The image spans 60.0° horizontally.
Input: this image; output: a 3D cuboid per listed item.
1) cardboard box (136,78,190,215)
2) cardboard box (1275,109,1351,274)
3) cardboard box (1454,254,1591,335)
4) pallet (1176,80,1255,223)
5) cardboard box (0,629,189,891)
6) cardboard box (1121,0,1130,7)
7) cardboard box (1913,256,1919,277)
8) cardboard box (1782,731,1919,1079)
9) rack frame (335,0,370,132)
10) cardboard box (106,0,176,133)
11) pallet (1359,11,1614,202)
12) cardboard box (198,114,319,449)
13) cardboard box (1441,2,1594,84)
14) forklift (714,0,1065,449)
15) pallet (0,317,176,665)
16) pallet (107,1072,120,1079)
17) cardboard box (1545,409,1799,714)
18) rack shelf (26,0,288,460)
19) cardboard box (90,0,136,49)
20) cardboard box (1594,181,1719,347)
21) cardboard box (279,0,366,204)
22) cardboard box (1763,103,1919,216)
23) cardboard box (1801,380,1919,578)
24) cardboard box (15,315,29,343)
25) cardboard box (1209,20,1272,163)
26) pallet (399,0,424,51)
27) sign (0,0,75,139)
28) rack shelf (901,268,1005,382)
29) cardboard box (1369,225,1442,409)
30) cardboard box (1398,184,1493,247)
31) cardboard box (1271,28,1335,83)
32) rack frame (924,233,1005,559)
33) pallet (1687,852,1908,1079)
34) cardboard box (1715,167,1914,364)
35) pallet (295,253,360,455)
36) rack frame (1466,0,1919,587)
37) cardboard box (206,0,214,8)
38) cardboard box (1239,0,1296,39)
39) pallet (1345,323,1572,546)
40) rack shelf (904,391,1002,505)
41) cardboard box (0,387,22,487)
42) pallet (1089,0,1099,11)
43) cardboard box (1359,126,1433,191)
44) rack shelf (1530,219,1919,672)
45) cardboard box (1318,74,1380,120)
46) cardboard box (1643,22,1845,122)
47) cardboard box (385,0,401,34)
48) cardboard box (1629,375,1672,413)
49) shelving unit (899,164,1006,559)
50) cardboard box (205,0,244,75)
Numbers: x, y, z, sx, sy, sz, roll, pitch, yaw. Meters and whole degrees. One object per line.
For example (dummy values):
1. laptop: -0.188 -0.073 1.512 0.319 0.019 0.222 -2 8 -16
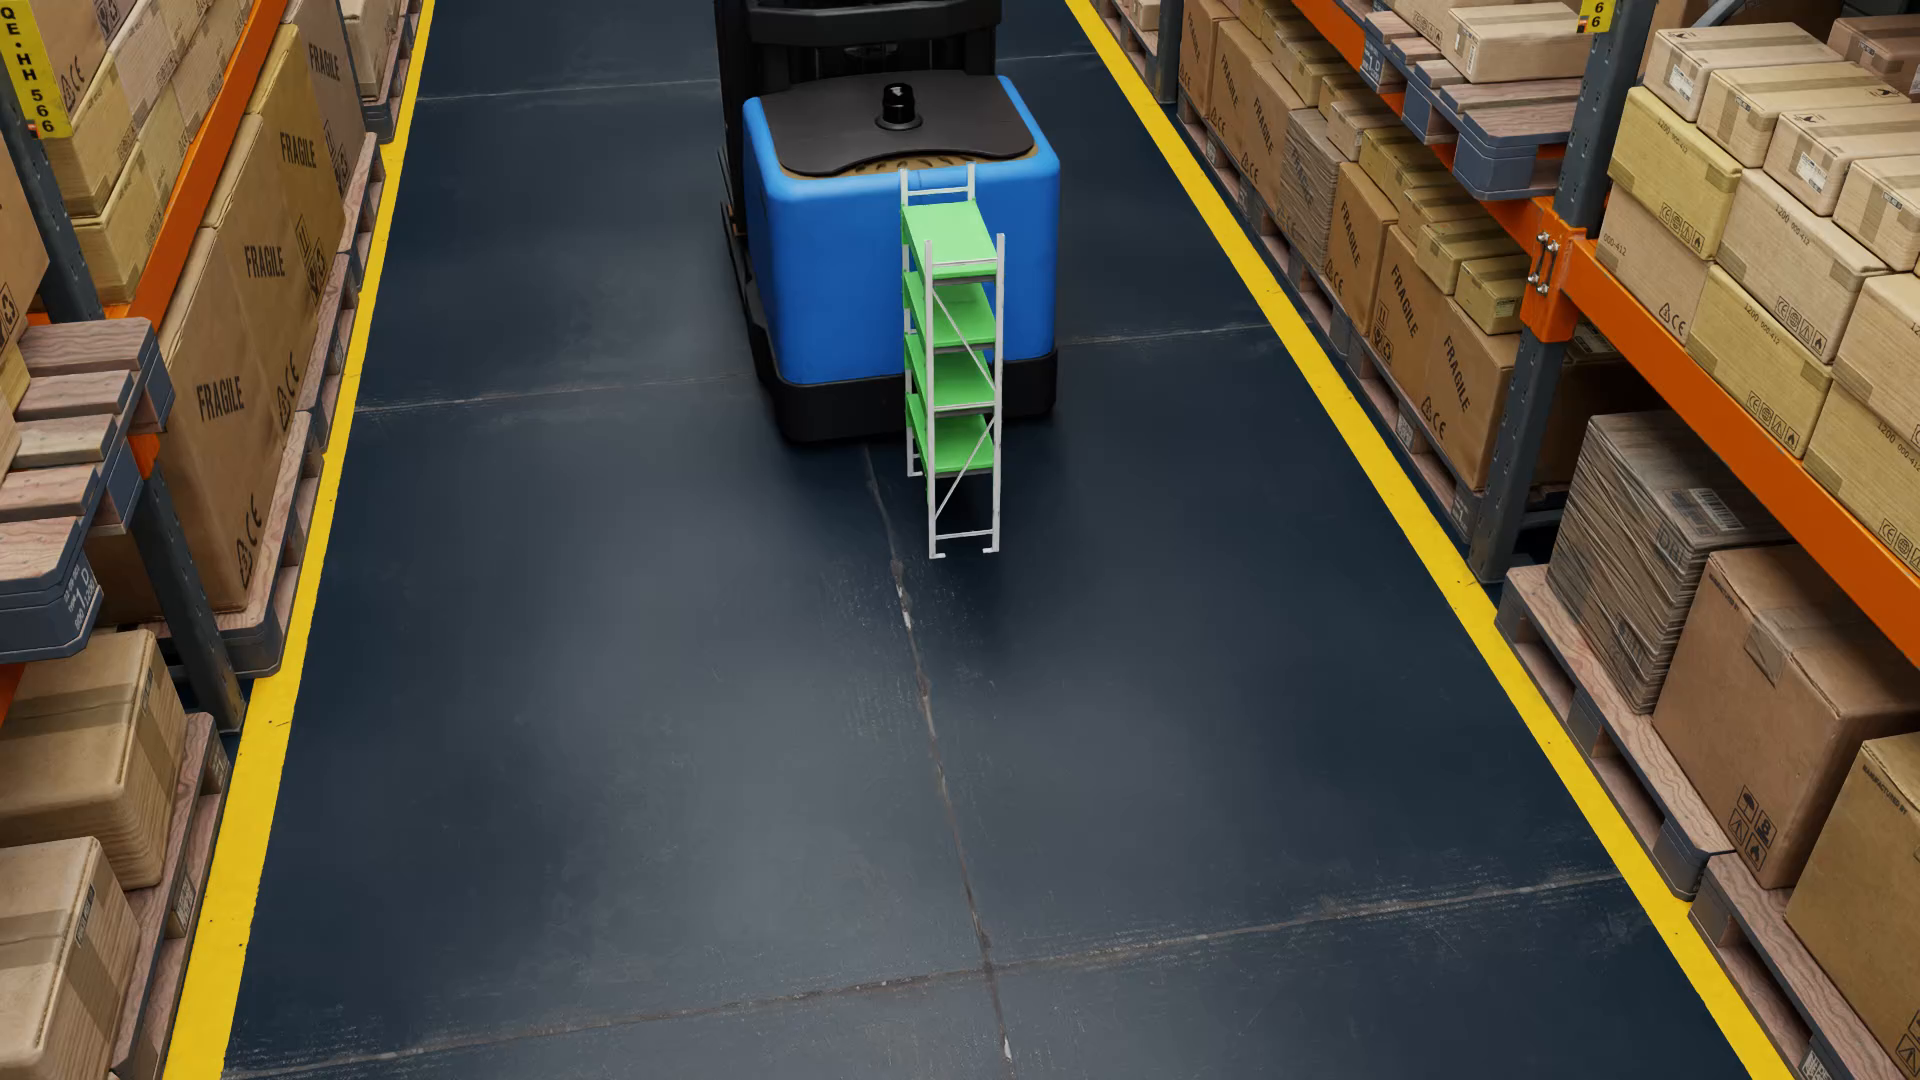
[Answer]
1. cardboard box: -2.611 -1.156 4.915 0.500 0.250 0.500 -7 38 -9
2. cardboard box: 1.654 -1.462 6.882 0.500 0.500 0.500 -8 38 -10
3. cardboard box: 1.885 -0.826 5.535 0.380 0.149 0.250 -8 39 -10
4. pallet: 1.699 -1.948 8.085 1.003 0.211 1.213 -6 38 -8
5. cardboard box: -2.576 0.630 4.293 0.950 0.372 0.625 -9 39 -11
6. cardboard box: 1.070 -3.143 9.237 0.396 0.266 0.258 -5 38 -6
7. cardboard box: 2.237 -0.573 3.432 0.380 0.149 0.250 -6 38 -7
8. cardboard box: 2.557 0.831 3.829 0.875 0.625 0.625 -8 39 -10
9. rack frame: -3.367 -3.000 7.167 1.000 3.000 0.127 -6 38 -8
10. cardboard box: -2.601 -1.367 4.779 0.500 0.250 0.500 -5 38 -7
11. pallet: 2.033 -1.446 5.323 1.213 0.211 1.003 -6 38 -8
12. cardboard box: -2.857 -0.876 5.822 0.875 0.875 0.875 -6 38 -7
13. cardboard box: 1.728 -1.542 5.153 0.380 0.149 0.250 -6 38 -7
14. forklift: -0.443 -2.394 6.442 1.130 2.935 3.031 -8 39 -10
15. pallet: -2.435 -0.089 3.576 1.213 0.211 1.003 -6 38 -8
16. pallet: -2.319 1.725 3.358 1.003 0.211 1.213 -6 38 -8
17. cardboard box: 2.317 0.030 4.860 0.875 0.625 0.625 -5 38 -7
18. rack shelf: -3.016 -1.508 5.832 1.077 0.370 4.000 -6 38 -8
19. cardboard box: -2.607 -1.641 4.521 0.500 0.500 0.500 -6 38 -8
20. cardboard box: 2.058 -0.767 4.414 0.500 0.250 0.500 -6 38 -8
21. cardboard box: -3.179 -1.961 7.219 0.875 0.875 0.875 -5 38 -7
22. cardboard box: 2.105 -0.878 3.825 0.380 0.149 0.250 -5 38 -7
23. cardboard box: 2.239 -0.152 3.623 0.500 0.250 0.500 -7 38 -9
24. cardboard box: -2.376 -0.478 3.783 0.380 0.149 0.250 -5 38 -6
25. cardboard box: 1.486 -2.078 7.675 0.500 0.500 0.500 -7 38 -9
26. pallet: -3.640 -3.105 9.575 1.003 0.211 1.213 -6 38 -8
27. sign: -2.133 -1.074 3.808 0.100 0.325 0.005 -6 38 -8
28. rack shelf: -0.029 -0.713 5.403 0.258 0.148 0.480 -6 38 -8
29. cardboard box: 1.858 -0.834 6.074 0.500 0.500 0.500 -7 38 -9
30. cardboard box: 1.804 -1.151 5.953 0.380 0.149 0.250 -7 38 -9
31. cardboard box: 1.570 -2.094 7.167 0.380 0.149 0.250 -6 38 -8
32. rack frame: 0.014 -0.426 5.321 0.240 1.200 0.015 -6 38 -8
33. pallet: 2.537 1.218 4.010 1.003 0.211 1.213 -6 38 -8
34. cardboard box: 2.145 -0.661 3.871 0.500 0.250 0.500 -5 38 -7
35. pallet: -2.940 -0.702 6.482 1.003 0.211 1.213 -6 38 -8
36. rack frame: 2.221 -1.120 4.747 1.000 3.000 0.127 -6 38 -8
37. cardboard box: -2.752 -1.977 5.565 0.500 0.250 0.500 -6 38 -7
38. cardboard box: 1.501 -2.413 7.577 0.380 0.149 0.250 -8 39 -10
39. pallet: 2.127 -0.474 6.188 1.003 0.211 1.213 -6 38 -8
40. rack shelf: -0.029 -0.334 5.697 0.258 0.148 0.480 -6 38 -8
41. cardboard box: -2.170 -0.176 3.395 0.380 0.149 0.250 -7 38 -8
42. pallet: 1.183 -3.588 10.197 1.003 0.211 1.213 -6 38 -8
43. cardboard box: 1.758 -1.466 6.359 0.380 0.149 0.250 -7 38 -9
44. rack shelf: 2.571 0.372 3.413 1.077 0.370 4.000 -6 38 -8
45. cardboard box: 1.687 -1.784 6.768 0.380 0.149 0.250 -6 38 -8
46. cardboard box: 1.987 -1.192 4.228 0.380 0.149 0.250 -5 38 -7
47. cardboard box: -3.529 -3.085 9.023 0.875 0.438 0.875 -7 38 -9
48. cardboard box: 2.423 -0.583 5.751 0.500 0.500 0.500 -5 38 -6
49. shelving unit: -0.029 -0.574 5.511 0.258 1.200 0.503 -6 38 -8
50. cardboard box: -2.787 -1.771 5.707 0.500 0.250 0.500 -6 38 -8
